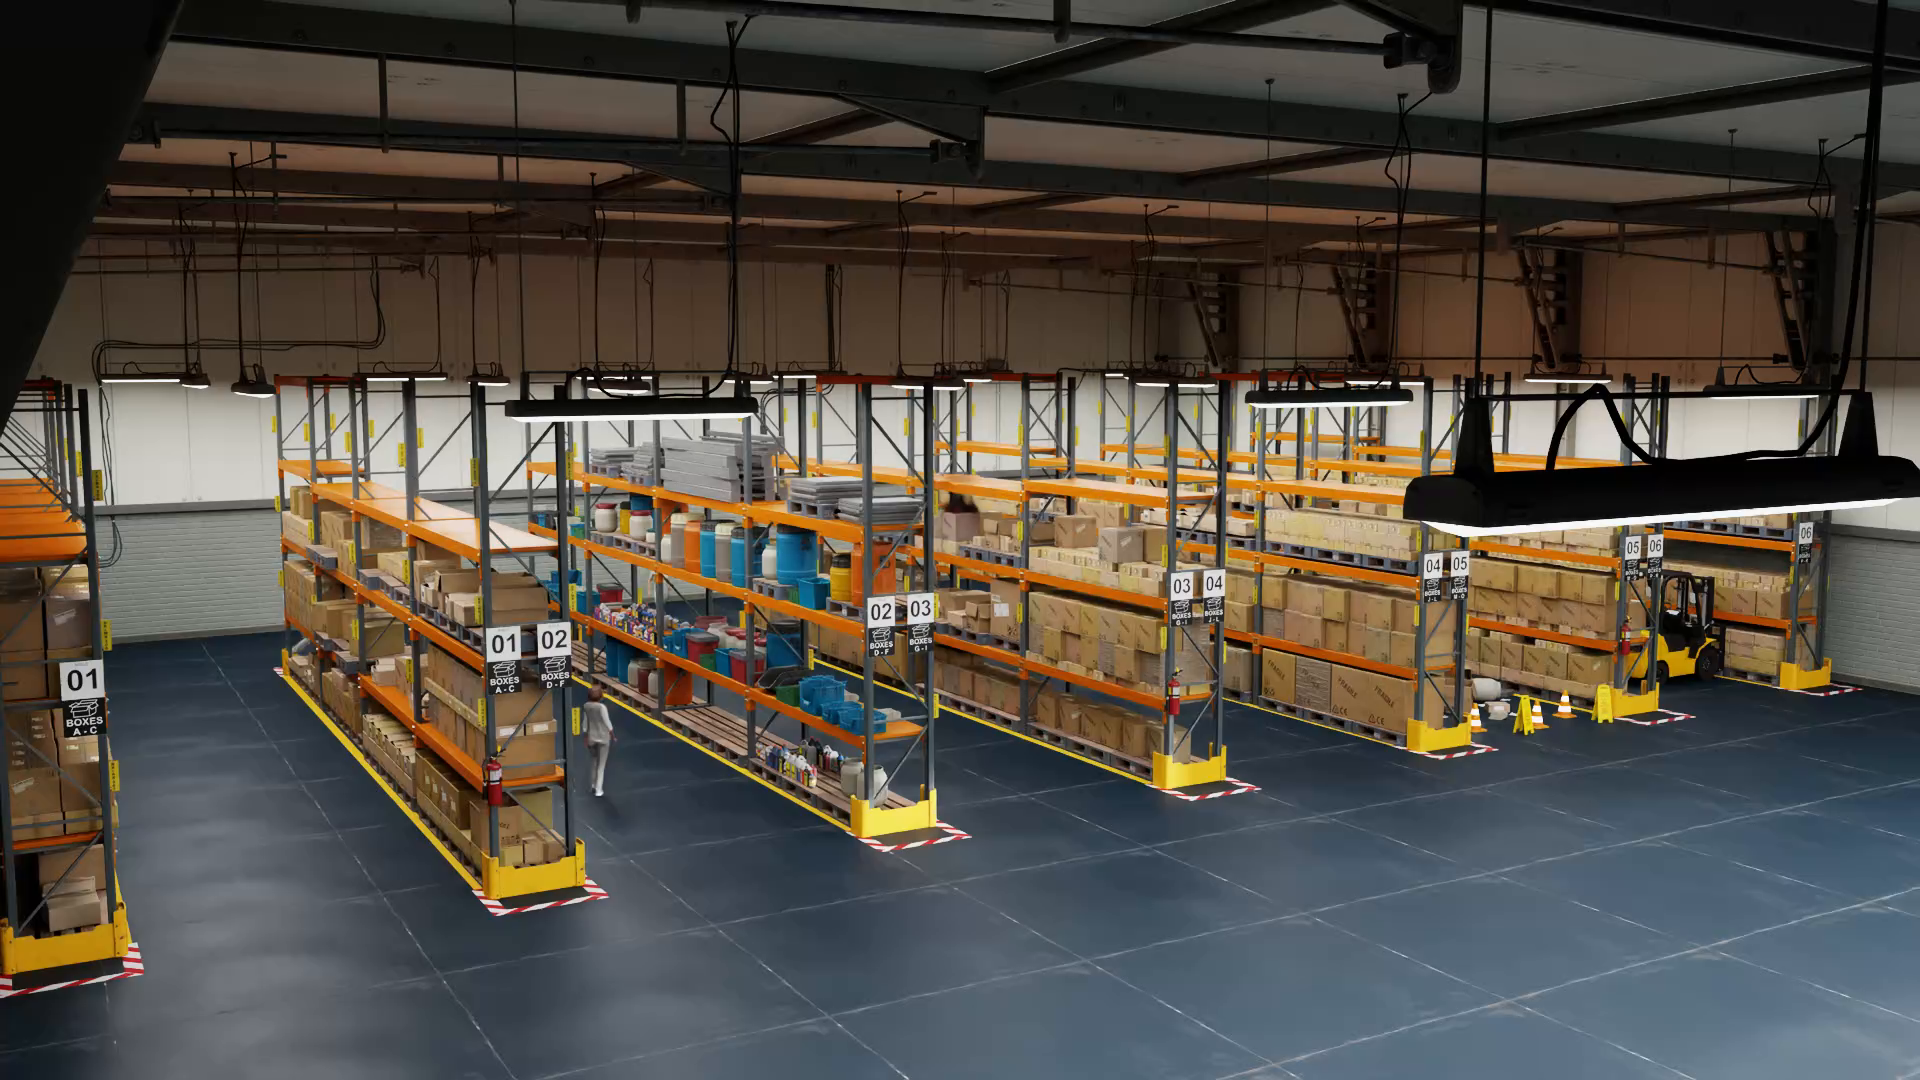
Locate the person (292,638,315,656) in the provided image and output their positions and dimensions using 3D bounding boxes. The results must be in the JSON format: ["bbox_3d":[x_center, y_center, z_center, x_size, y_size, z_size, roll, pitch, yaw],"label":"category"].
[{"bbox_3d":[-13.505,1.657,34.863,0.940,1.721,0.661,-1,6,-8],"label":"person"}]

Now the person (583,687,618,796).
[{"bbox_3d":[-5.225,2.921,24.094,0.473,1.640,0.566,1,6,10],"label":"person"}]

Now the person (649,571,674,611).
[{"bbox_3d":[-6.998,1.256,39.067,0.519,1.656,0.963,-4,7,-32],"label":"person"}]
